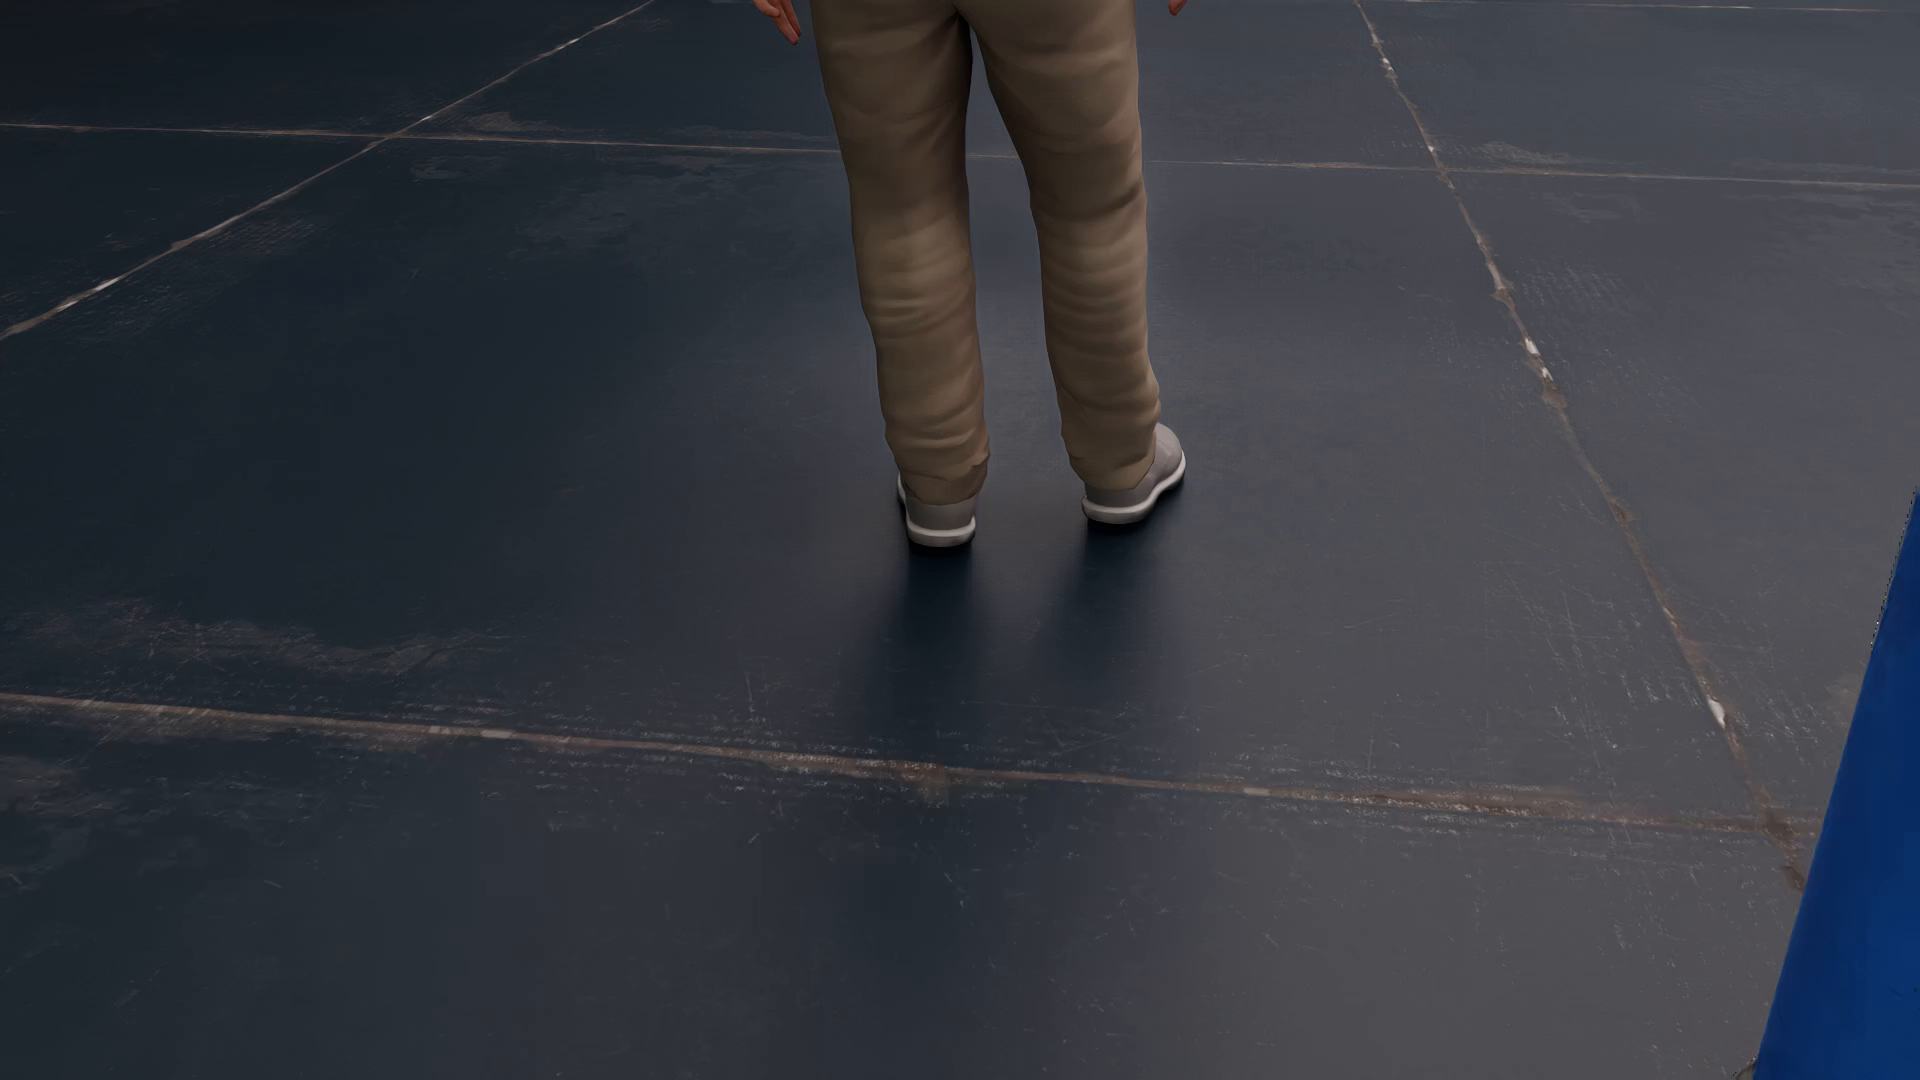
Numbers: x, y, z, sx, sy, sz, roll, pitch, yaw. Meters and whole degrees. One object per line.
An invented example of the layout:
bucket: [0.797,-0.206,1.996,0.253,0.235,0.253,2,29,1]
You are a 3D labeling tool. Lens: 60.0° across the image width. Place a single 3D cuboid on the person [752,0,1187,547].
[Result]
person: [0.024,-0.819,2.189,0.640,1.727,0.551,3,27,7]
